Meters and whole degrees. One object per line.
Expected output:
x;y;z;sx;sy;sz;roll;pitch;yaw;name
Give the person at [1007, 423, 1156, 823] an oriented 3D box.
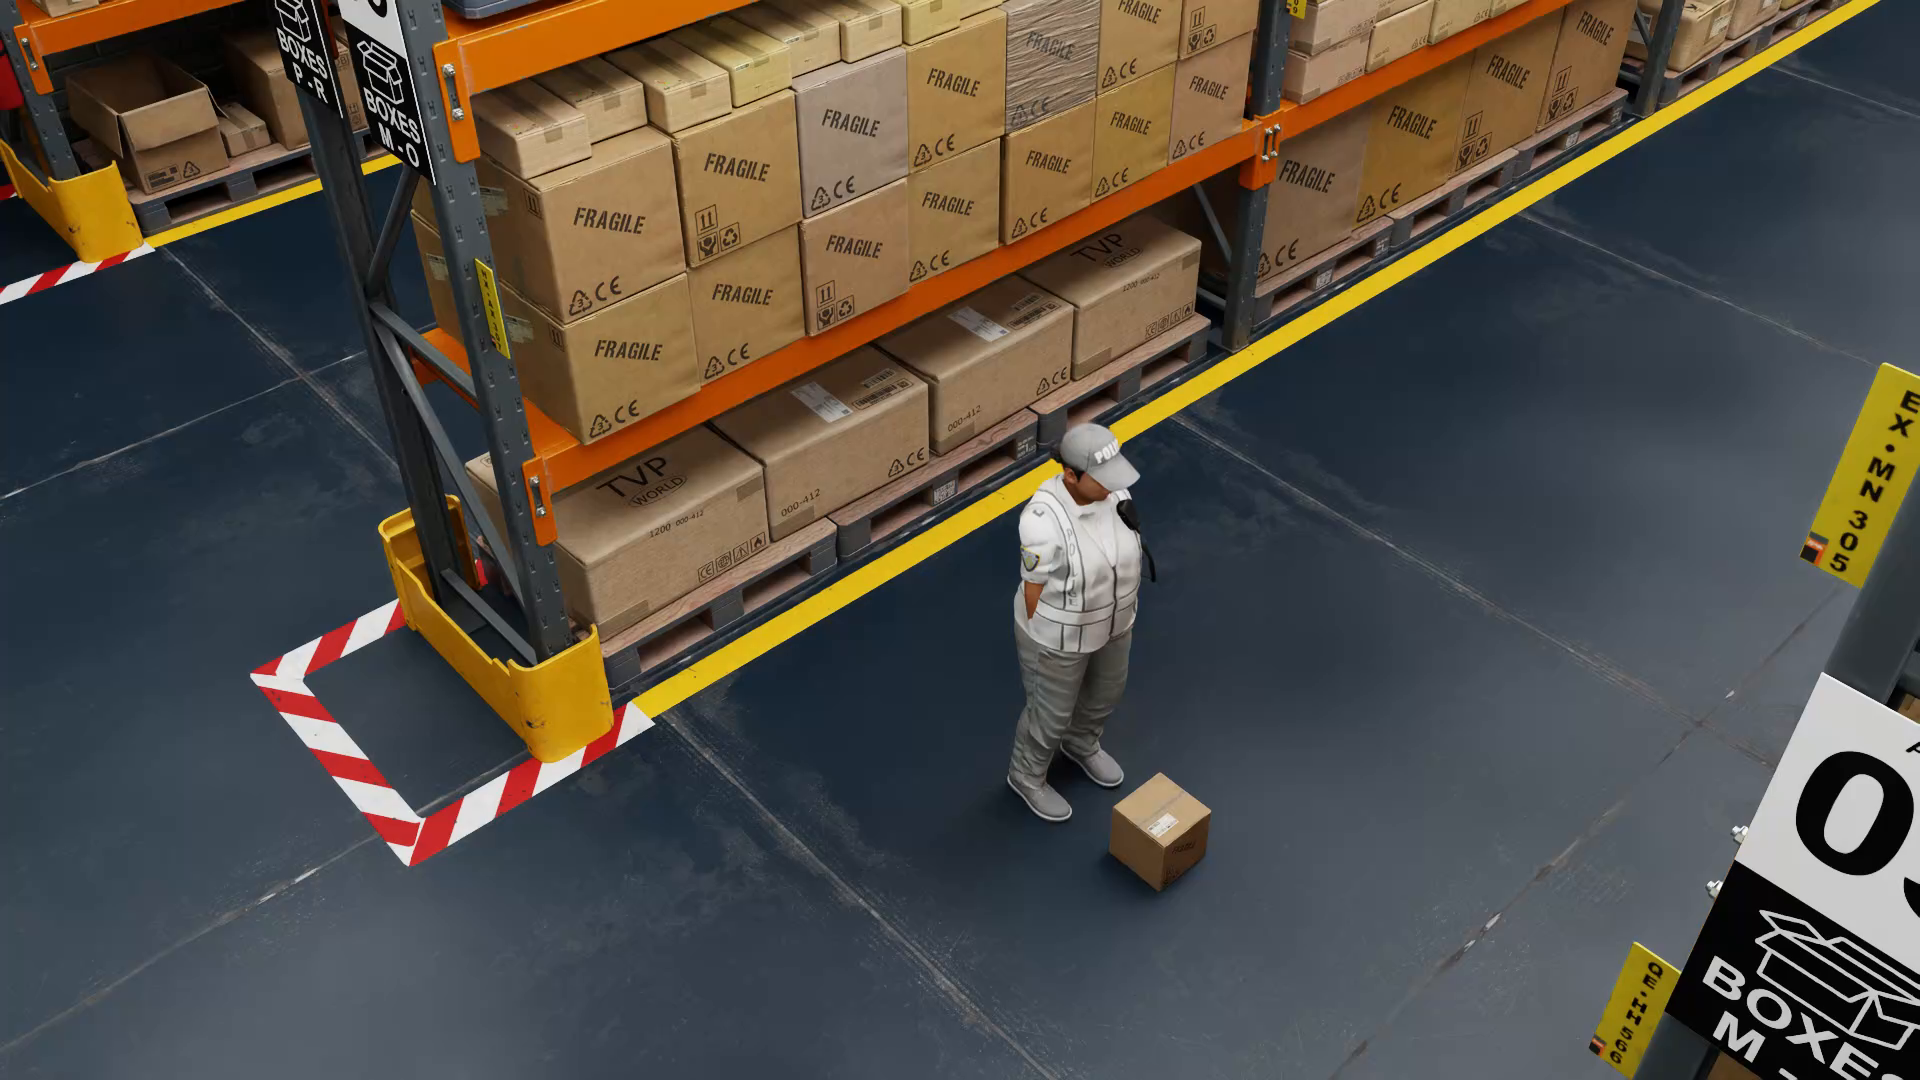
0.420;0.285;5.824;0.463;1.659;0.391;-29;48;-30;person
